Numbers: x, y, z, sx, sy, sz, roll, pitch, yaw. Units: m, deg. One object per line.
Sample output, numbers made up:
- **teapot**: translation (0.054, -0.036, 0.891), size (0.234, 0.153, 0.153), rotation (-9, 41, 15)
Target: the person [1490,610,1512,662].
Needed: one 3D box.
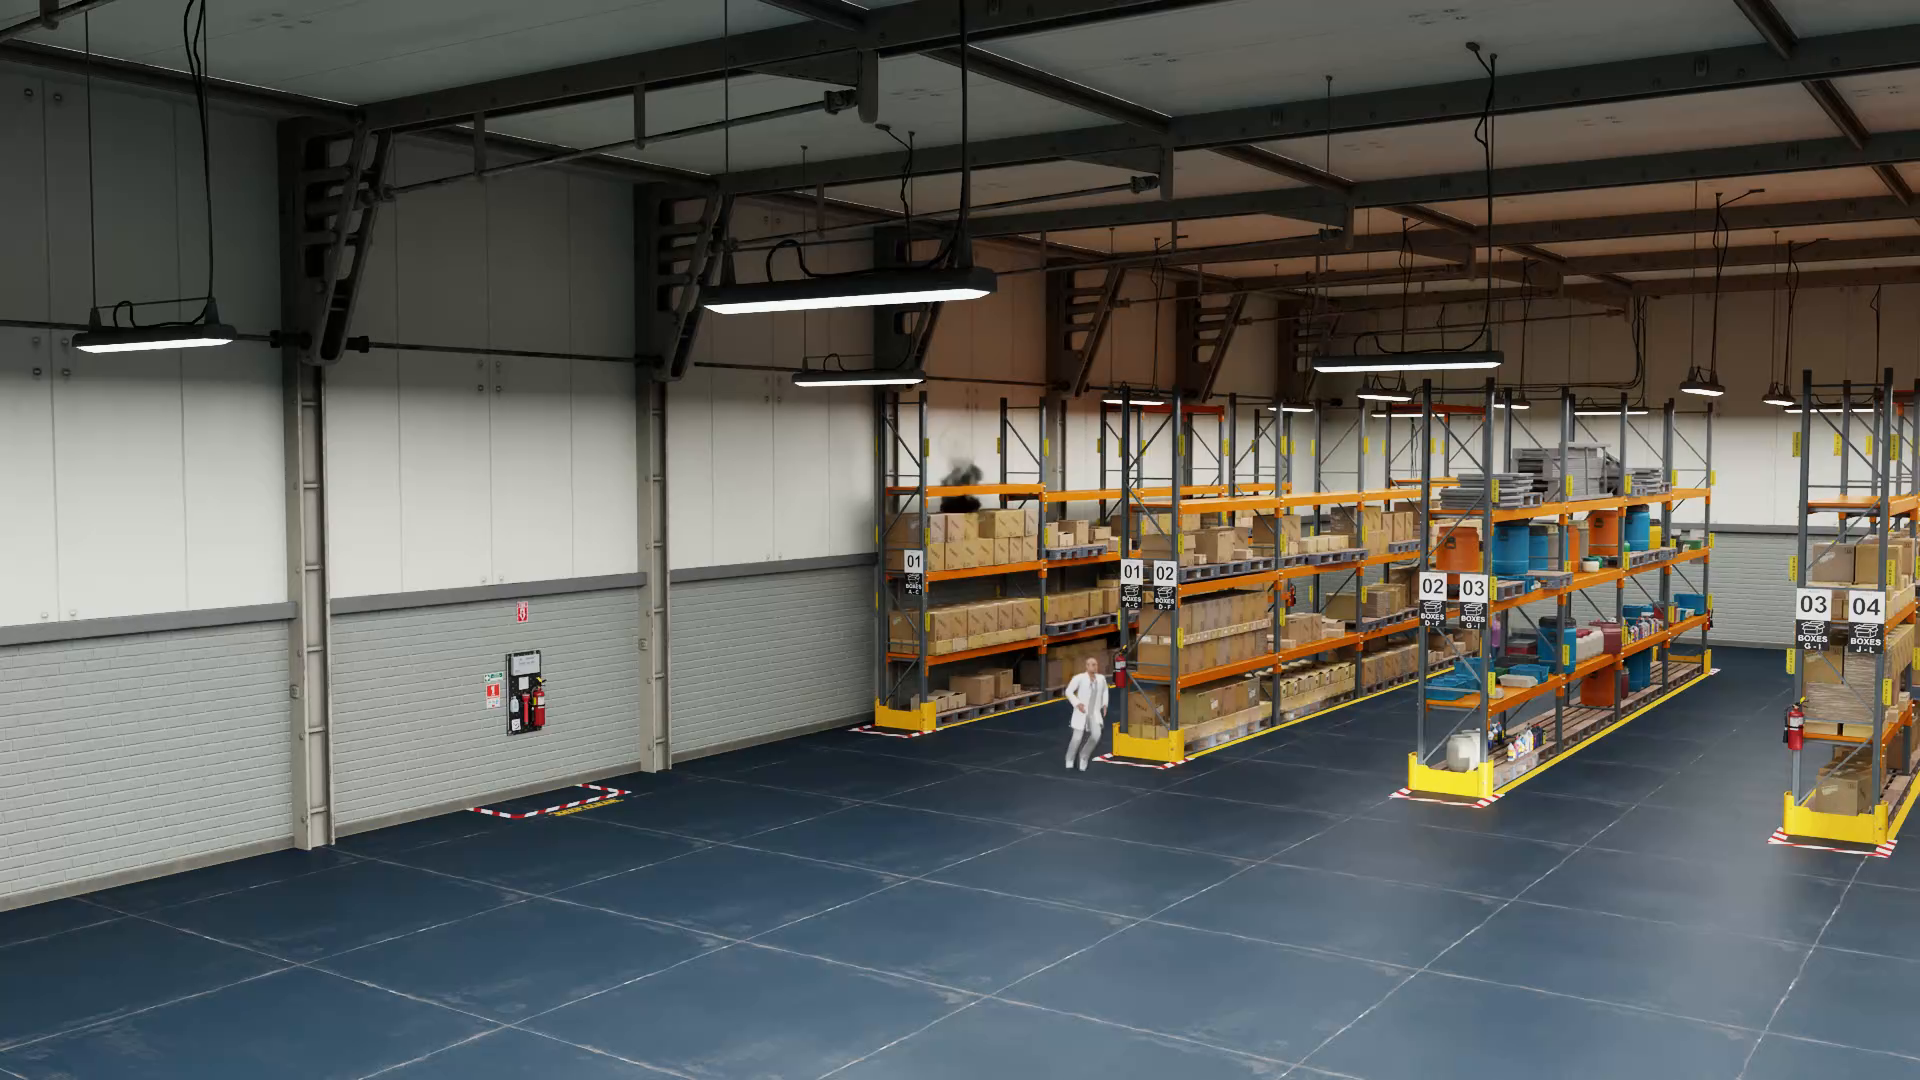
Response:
- **person**: translation (11.258, 2.264, 34.737), size (0.522, 1.603, 0.822), rotation (1, 3, 21)

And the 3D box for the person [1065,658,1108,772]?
- **person**: translation (2.001, 2.707, 25.827), size (0.774, 1.751, 0.672), rotation (-1, 3, -15)
